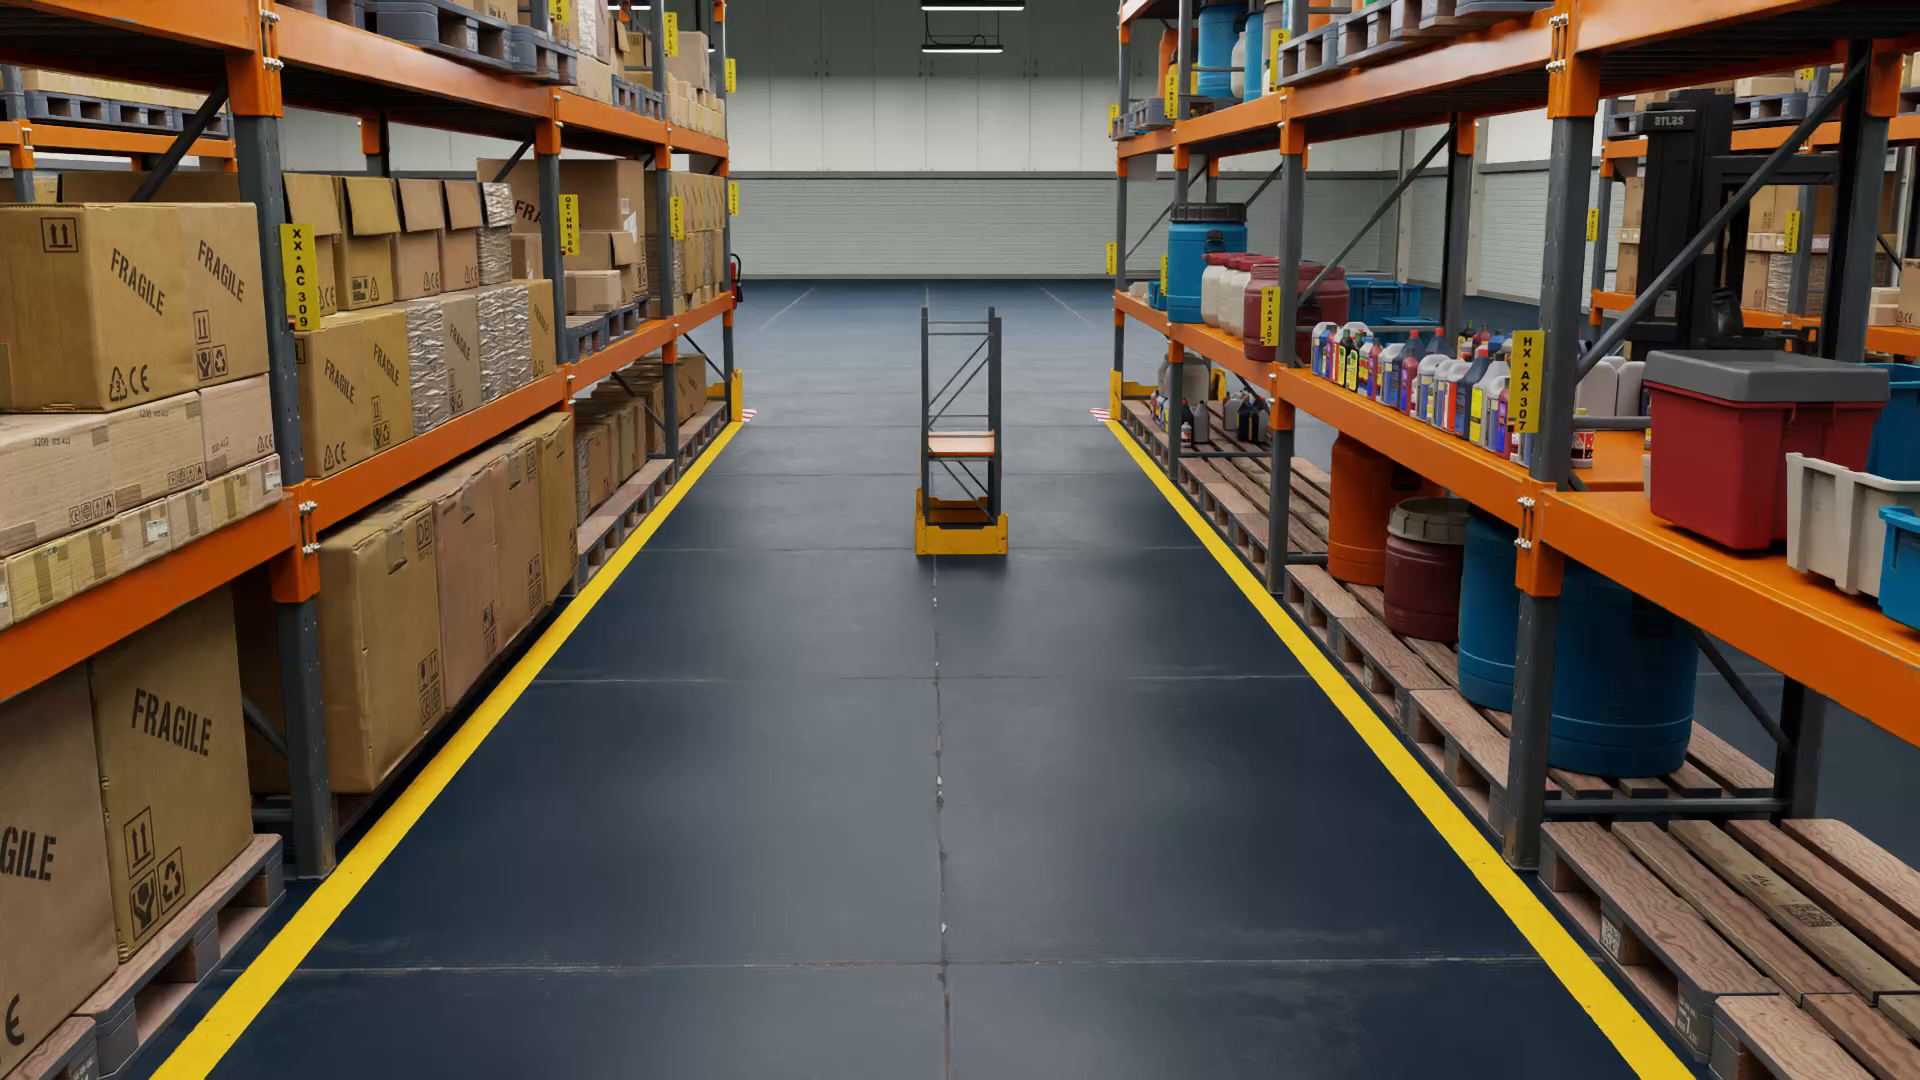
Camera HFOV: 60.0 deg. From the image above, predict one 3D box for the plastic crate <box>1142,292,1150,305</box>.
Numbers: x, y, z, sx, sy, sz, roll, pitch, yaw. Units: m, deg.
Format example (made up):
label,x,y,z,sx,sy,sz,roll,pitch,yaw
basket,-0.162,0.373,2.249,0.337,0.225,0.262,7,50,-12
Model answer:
label,x,y,z,sx,sy,sz,roll,pitch,yaw
plastic crate,1.901,-2.153,14.788,0.530,0.136,0.437,0,11,-1

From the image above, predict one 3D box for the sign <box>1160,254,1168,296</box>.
label,x,y,z,sx,sy,sz,roll,pitch,yaw
sign,1.637,-2.096,13.148,0.100,0.325,0.005,0,11,-1

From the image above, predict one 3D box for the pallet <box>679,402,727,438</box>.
label,x,y,z,sx,sy,sz,roll,pitch,yaw
pallet,-2.864,-1.191,16.401,1.003,0.211,1.213,0,11,-1

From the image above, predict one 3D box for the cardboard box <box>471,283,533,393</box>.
label,x,y,z,sx,sy,sz,roll,pitch,yaw
cardboard box,-2.419,-0.997,8.179,0.500,0.500,0.500,0,11,-2

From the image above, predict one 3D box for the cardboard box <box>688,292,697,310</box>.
label,x,y,z,sx,sy,sz,roll,pitch,yaw
cardboard box,-2.472,-2.059,14.297,0.380,0.149,0.250,0,11,-1

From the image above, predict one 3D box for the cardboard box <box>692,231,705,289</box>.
label,x,y,z,sx,sy,sz,roll,pitch,yaw
cardboard box,-2.767,-2.522,14.947,0.875,0.500,0.500,0,11,-1

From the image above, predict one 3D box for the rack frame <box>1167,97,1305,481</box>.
label,x,y,z,sx,sy,sz,roll,pitch,yaw
rack frame,2.187,-1.960,13.176,1.000,3.000,0.127,0,11,-1

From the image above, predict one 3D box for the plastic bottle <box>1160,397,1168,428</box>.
label,x,y,z,sx,sy,sz,roll,pitch,yaw
plastic bottle,1.844,-1.144,14.907,0.097,0.271,0.097,0,11,0

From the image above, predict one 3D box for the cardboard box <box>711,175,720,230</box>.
label,x,y,z,sx,sy,sz,roll,pitch,yaw
cardboard box,-2.573,-3.212,15.832,0.500,0.500,0.500,0,11,-1

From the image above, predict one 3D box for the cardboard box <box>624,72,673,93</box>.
label,x,y,z,sx,sy,sz,roll,pitch,yaw
cardboard box,-2.463,-3.597,13.077,0.380,0.149,0.250,-1,11,-3

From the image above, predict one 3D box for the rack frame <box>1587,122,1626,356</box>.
label,x,y,z,sx,sy,sz,roll,pitch,yaw
rack frame,7.057,-2.775,17.192,1.000,3.000,0.127,0,11,-1

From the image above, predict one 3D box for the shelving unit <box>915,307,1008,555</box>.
label,x,y,z,sx,sy,sz,roll,pitch,yaw
shelving unit,-0.002,-0.750,10.985,0.587,1.500,1.083,0,11,-1

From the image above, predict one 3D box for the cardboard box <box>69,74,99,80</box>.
label,x,y,z,sx,sy,sz,roll,pitch,yaw
cardboard box,-7.468,-3.935,13.689,0.500,0.250,0.500,0,11,-2

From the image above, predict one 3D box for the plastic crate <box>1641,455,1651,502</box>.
label,x,y,z,sx,sy,sz,roll,pitch,yaw
plastic crate,2.219,-0.177,4.899,0.396,0.136,0.243,0,11,-1

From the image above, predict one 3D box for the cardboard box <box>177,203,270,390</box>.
label,x,y,z,sx,sy,sz,roll,pitch,yaw
cardboard box,-2.322,-0.699,4.703,0.500,0.500,0.500,0,11,0

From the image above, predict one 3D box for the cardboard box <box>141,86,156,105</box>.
label,x,y,z,sx,sy,sz,roll,pitch,yaw
cardboard box,-7.431,-3.968,14.855,0.380,0.149,0.250,0,11,0

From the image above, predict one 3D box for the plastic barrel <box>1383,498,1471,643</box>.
label,x,y,z,sx,sy,sz,roll,pitch,yaw
plastic barrel,2.321,0.133,7.869,0.600,0.588,0.708,0,11,-1

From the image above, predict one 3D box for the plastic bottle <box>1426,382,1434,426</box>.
label,x,y,z,sx,sy,sz,roll,pitch,yaw
plastic bottle,1.971,-0.572,6.834,0.097,0.201,0.097,0,11,0

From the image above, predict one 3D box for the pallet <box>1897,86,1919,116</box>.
label,x,y,z,sx,sy,sz,roll,pitch,yaw
pallet,7.171,-3.181,12.129,0.805,0.209,1.217,-1,11,-3

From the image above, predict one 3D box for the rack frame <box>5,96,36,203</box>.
label,x,y,z,sx,sy,sz,roll,pitch,yaw
rack frame,-7.726,-1.939,13.074,1.000,3.000,0.127,0,11,-1

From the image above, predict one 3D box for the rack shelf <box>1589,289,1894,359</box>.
label,x,y,z,sx,sy,sz,roll,pitch,yaw
rack shelf,7.098,-2.025,15.304,1.077,0.370,4.000,0,11,-1

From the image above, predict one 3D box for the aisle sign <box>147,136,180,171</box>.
label,x,y,z,sx,sy,sz,roll,pitch,yaw
aisle sign,-8.110,-4.021,16.798,0.394,0.787,0.004,0,11,-1

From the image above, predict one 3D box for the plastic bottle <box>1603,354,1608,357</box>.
label,x,y,z,sx,sy,sz,roll,pitch,yaw
plastic bottle,2.725,-0.654,7.060,0.097,0.271,0.097,0,11,0

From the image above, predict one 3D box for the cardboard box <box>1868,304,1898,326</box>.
label,x,y,z,sx,sy,sz,roll,pitch,yaw
cardboard box,6.954,-1.680,12.425,0.380,0.149,0.250,0,11,-1

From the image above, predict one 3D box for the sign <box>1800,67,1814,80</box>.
label,x,y,z,sx,sy,sz,roll,pitch,yaw
sign,6.585,-3.739,12.902,0.100,0.325,0.005,0,11,-1

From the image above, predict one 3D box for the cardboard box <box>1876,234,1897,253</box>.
label,x,y,z,sx,sy,sz,roll,pitch,yaw
cardboard box,7.328,-2.401,13.465,0.380,0.149,0.250,0,11,-1

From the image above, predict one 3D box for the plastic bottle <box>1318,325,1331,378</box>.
label,x,y,z,sx,sy,sz,roll,pitch,yaw
plastic bottle,1.931,-0.991,8.725,0.097,0.271,0.097,0,11,0

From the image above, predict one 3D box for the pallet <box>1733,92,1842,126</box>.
label,x,y,z,sx,sy,sz,roll,pitch,yaw
pallet,7.096,-3.576,13.818,1.003,0.211,1.213,0,11,-1

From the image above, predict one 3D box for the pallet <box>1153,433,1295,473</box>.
label,x,y,z,sx,sy,sz,roll,pitch,yaw
pallet,2.215,-0.727,14.112,1.003,0.211,1.213,0,11,-1

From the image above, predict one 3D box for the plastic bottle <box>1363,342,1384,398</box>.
label,x,y,z,sx,sy,sz,roll,pitch,yaw
plastic bottle,1.950,-0.808,7.819,0.097,0.271,0.097,0,11,0

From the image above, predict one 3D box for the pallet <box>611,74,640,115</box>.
label,x,y,z,sx,sy,sz,roll,pitch,yaw
pallet,-2.834,-2.988,11.173,1.213,0.211,1.003,0,11,-1

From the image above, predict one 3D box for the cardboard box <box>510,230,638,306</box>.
label,x,y,z,sx,sy,sz,roll,pitch,yaw
cardboard box,-2.636,-1.852,11.327,0.797,0.503,0.637,1,12,5

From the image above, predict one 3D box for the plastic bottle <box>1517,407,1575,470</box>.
label,x,y,z,sx,sy,sz,roll,pitch,yaw
plastic bottle,2.021,-0.386,5.729,0.152,0.276,0.135,0,11,-1

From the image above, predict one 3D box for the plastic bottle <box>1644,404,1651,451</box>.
label,x,y,z,sx,sy,sz,roll,pitch,yaw
plastic bottle,2.592,-0.434,6.156,0.097,0.201,0.097,0,11,0

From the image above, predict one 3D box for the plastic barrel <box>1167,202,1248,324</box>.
label,x,y,z,sx,sy,sz,roll,pitch,yaw
plastic barrel,1.892,-2.128,12.741,0.600,0.901,0.708,0,11,-1

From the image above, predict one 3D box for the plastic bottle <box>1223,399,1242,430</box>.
label,x,y,z,sx,sy,sz,roll,pitch,yaw
plastic bottle,2.425,-1.119,14.776,0.152,0.276,0.135,0,11,-1

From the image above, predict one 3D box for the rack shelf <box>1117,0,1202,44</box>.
label,x,y,z,sx,sy,sz,roll,pitch,yaw
rack shelf,2.146,-4.749,14.650,1.077,0.370,4.000,0,11,-1

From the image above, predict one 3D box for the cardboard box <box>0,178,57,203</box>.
label,x,y,z,sx,sy,sz,roll,pitch,yaw
cardboard box,-7.699,-2.616,13.314,0.875,0.550,0.550,0,11,-1

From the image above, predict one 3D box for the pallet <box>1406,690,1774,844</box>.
label,x,y,z,sx,sy,sz,roll,pitch,yaw
pallet,2.378,0.843,6.371,1.003,0.211,1.213,0,11,-1

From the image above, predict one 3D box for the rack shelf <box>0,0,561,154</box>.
label,x,y,z,sx,sy,sz,roll,pitch,yaw
rack shelf,-2.641,-1.864,6.970,1.077,0.370,4.000,0,11,-1

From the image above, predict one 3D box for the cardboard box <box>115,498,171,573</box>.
label,x,y,z,sx,sy,sz,roll,pitch,yaw
cardboard box,-2.249,-0.014,4.214,0.380,0.149,0.250,0,11,0

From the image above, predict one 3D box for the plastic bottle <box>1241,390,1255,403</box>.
label,x,y,z,sx,sy,sz,roll,pitch,yaw
plastic bottle,2.573,-1.162,14.796,0.144,0.351,0.185,0,11,-2

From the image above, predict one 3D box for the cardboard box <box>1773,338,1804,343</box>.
label,x,y,z,sx,sy,sz,roll,pitch,yaw
cardboard box,7.410,-1.597,15.360,0.500,0.500,0.500,0,11,-1

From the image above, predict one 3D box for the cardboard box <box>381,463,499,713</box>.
label,x,y,z,sx,sy,sz,roll,pitch,yaw
cardboard box,-2.652,0.181,6.909,1.225,0.875,0.875,-1,11,-3

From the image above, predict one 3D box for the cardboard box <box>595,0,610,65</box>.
label,x,y,z,sx,sy,sz,roll,pitch,yaw
cardboard box,-2.459,-3.204,10.254,0.500,0.500,0.500,-1,11,-3

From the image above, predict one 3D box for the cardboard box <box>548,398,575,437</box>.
label,x,y,z,sx,sy,sz,roll,pitch,yaw
cardboard box,-2.747,-0.741,10.462,0.500,0.250,0.500,1,12,5

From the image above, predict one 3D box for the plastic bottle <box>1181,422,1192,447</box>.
label,x,y,z,sx,sy,sz,roll,pitch,yaw
plastic bottle,1.868,-0.875,13.759,0.097,0.201,0.097,0,11,0

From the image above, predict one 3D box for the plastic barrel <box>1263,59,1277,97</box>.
label,x,y,z,sx,sy,sz,roll,pitch,yaw
plastic barrel,2.010,-2.819,10.213,0.301,0.262,0.301,0,11,0

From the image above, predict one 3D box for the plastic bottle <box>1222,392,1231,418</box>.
label,x,y,z,sx,sy,sz,roll,pitch,yaw
plastic bottle,2.452,-1.225,15.281,0.061,0.283,0.133,0,11,-1

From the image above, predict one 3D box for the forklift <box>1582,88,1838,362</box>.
label,x,y,z,sx,sy,sz,roll,pitch,yaw
forklift,5.399,-1.535,11.251,3.031,2.935,1.130,8,14,34

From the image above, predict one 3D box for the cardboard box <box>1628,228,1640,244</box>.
label,x,y,z,sx,sy,sz,roll,pitch,yaw
cardboard box,6.858,-3.010,16.470,0.380,0.149,0.250,-1,11,-3

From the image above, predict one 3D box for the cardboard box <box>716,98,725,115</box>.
label,x,y,z,sx,sy,sz,roll,pitch,yaw
cardboard box,-2.529,-4.273,16.406,0.380,0.149,0.250,0,11,-1

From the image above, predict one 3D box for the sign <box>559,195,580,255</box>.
label,x,y,z,sx,sy,sz,roll,pitch,yaw
sign,-2.127,-1.715,9.056,0.100,0.325,0.005,0,11,-1

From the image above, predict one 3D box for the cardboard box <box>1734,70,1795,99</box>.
label,x,y,z,sx,sy,sz,roll,pitch,yaw
cardboard box,7.232,-4.103,14.524,0.797,0.503,0.637,1,12,5
